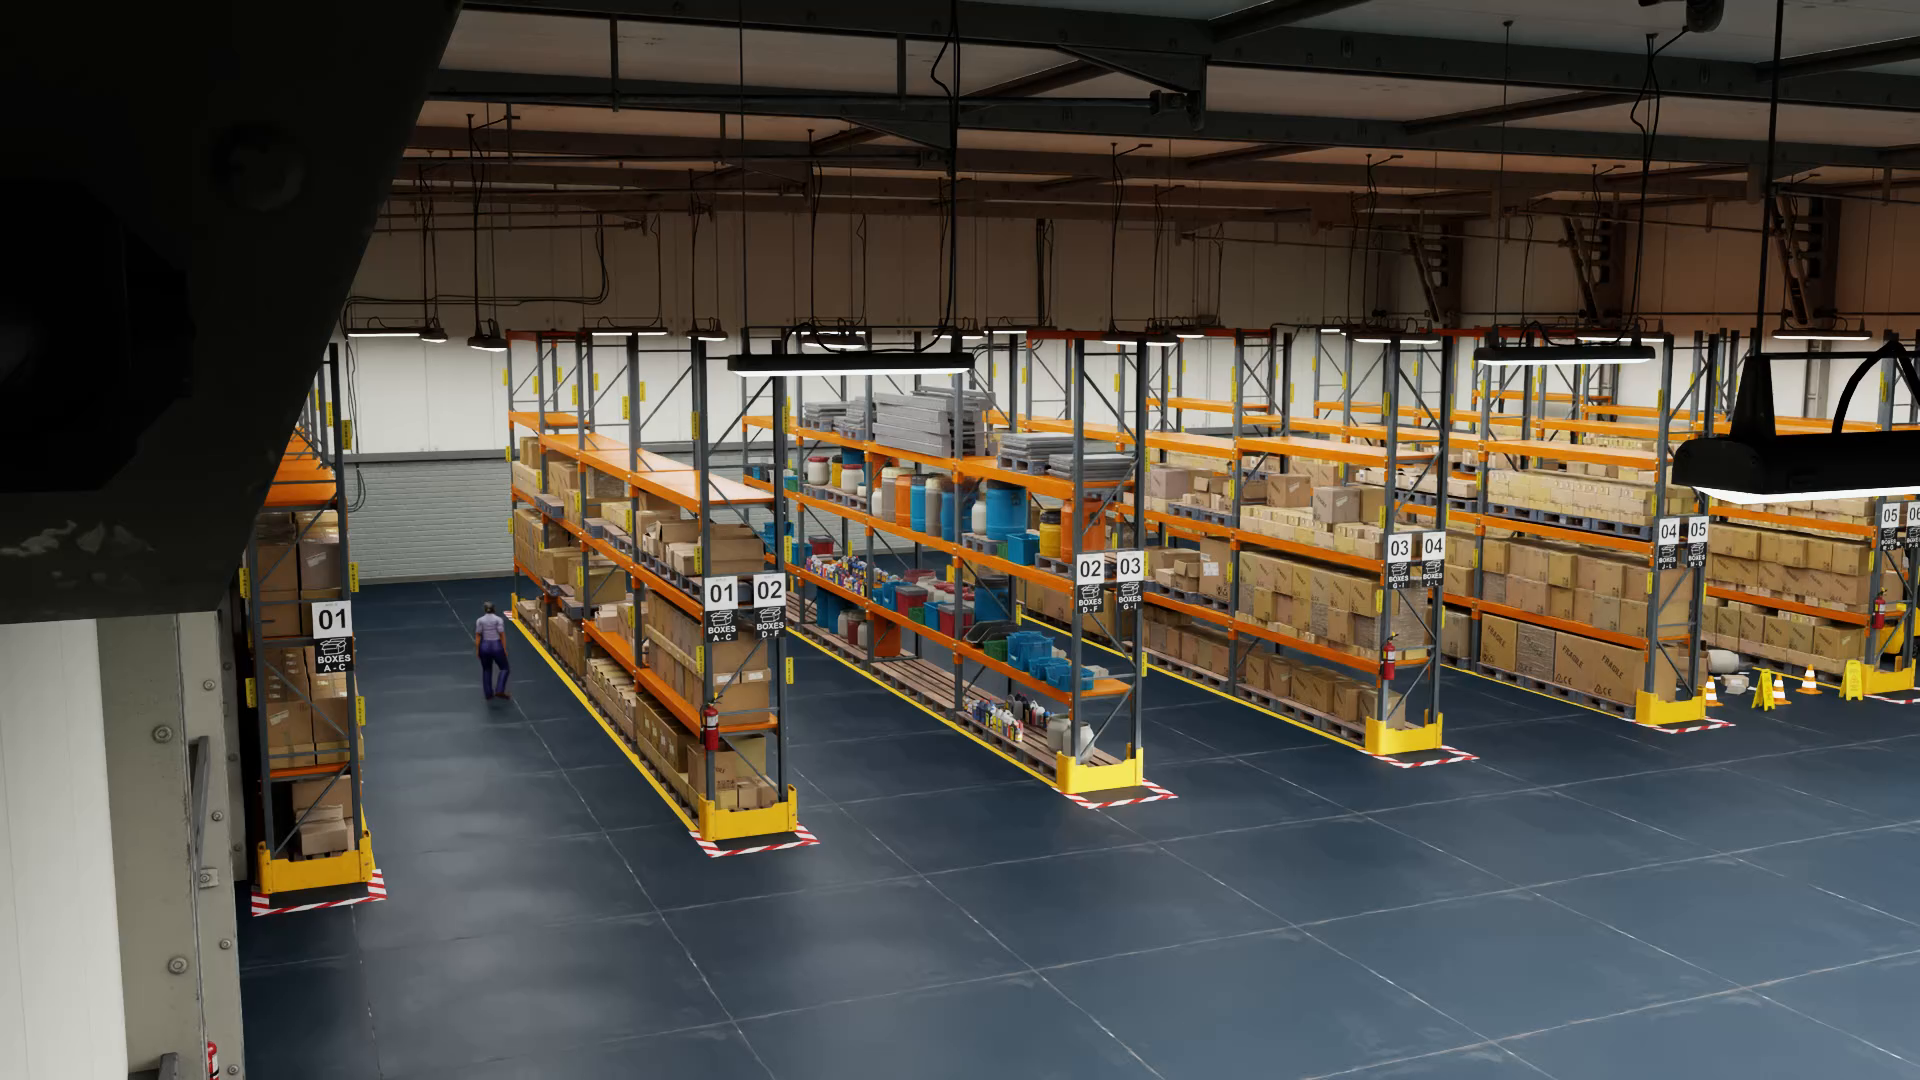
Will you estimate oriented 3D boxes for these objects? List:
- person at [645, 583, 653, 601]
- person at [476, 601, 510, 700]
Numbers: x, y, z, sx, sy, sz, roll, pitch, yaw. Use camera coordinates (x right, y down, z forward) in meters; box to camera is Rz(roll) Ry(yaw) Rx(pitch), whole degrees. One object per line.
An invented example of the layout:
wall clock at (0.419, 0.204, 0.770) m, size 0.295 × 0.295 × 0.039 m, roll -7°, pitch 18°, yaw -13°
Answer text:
person at (-5.642, 1.207, 31.328) m, size 0.591 × 1.708 × 1.078 m, roll -4°, pitch 9°, yaw -27°
person at (-7.675, 1.821, 27.276) m, size 0.543 × 1.645 × 0.484 m, roll 0°, pitch 8°, yaw 3°
